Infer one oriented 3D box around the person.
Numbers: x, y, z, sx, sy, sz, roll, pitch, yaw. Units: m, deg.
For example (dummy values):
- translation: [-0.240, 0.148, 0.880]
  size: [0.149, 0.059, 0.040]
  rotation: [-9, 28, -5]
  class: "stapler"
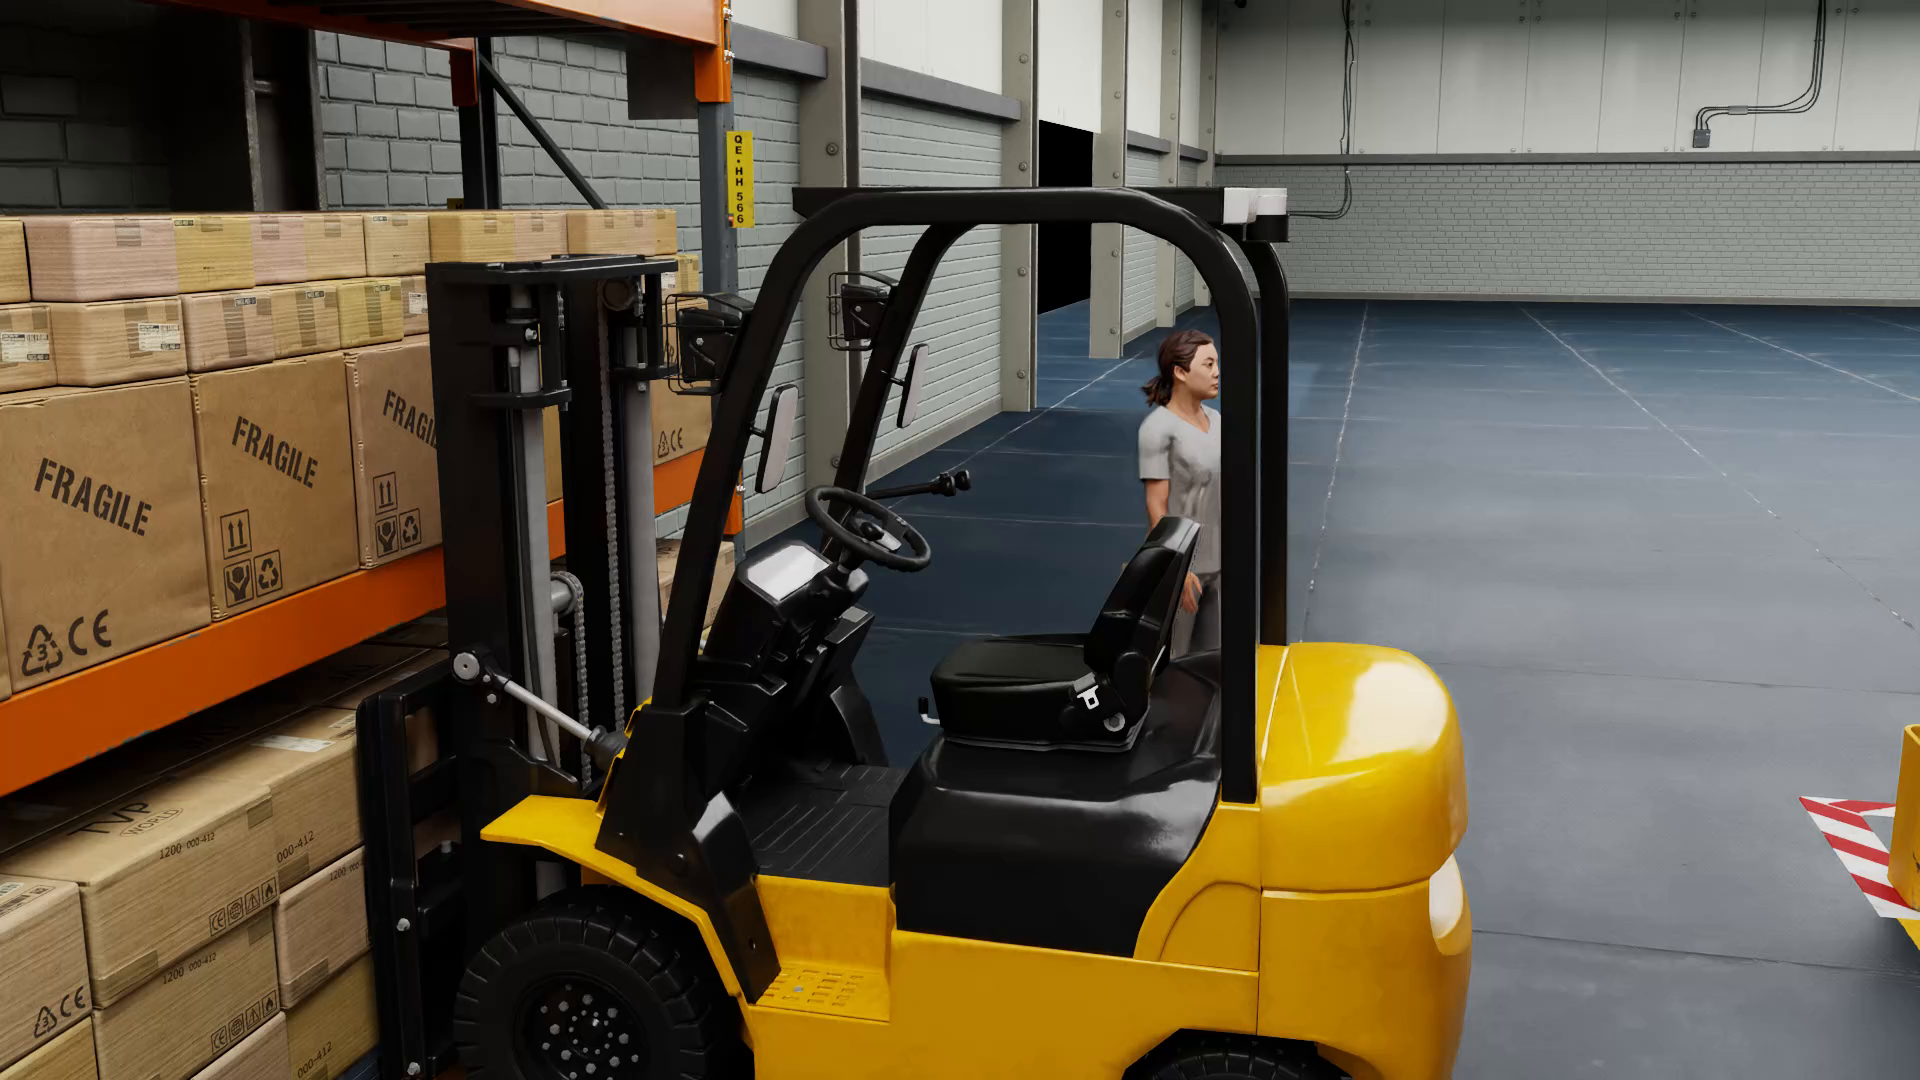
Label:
- translation: [0.796, 0.108, 5.825]
  size: [0.540, 1.681, 0.396]
  rotation: [-10, 15, -40]
  class: "person"
